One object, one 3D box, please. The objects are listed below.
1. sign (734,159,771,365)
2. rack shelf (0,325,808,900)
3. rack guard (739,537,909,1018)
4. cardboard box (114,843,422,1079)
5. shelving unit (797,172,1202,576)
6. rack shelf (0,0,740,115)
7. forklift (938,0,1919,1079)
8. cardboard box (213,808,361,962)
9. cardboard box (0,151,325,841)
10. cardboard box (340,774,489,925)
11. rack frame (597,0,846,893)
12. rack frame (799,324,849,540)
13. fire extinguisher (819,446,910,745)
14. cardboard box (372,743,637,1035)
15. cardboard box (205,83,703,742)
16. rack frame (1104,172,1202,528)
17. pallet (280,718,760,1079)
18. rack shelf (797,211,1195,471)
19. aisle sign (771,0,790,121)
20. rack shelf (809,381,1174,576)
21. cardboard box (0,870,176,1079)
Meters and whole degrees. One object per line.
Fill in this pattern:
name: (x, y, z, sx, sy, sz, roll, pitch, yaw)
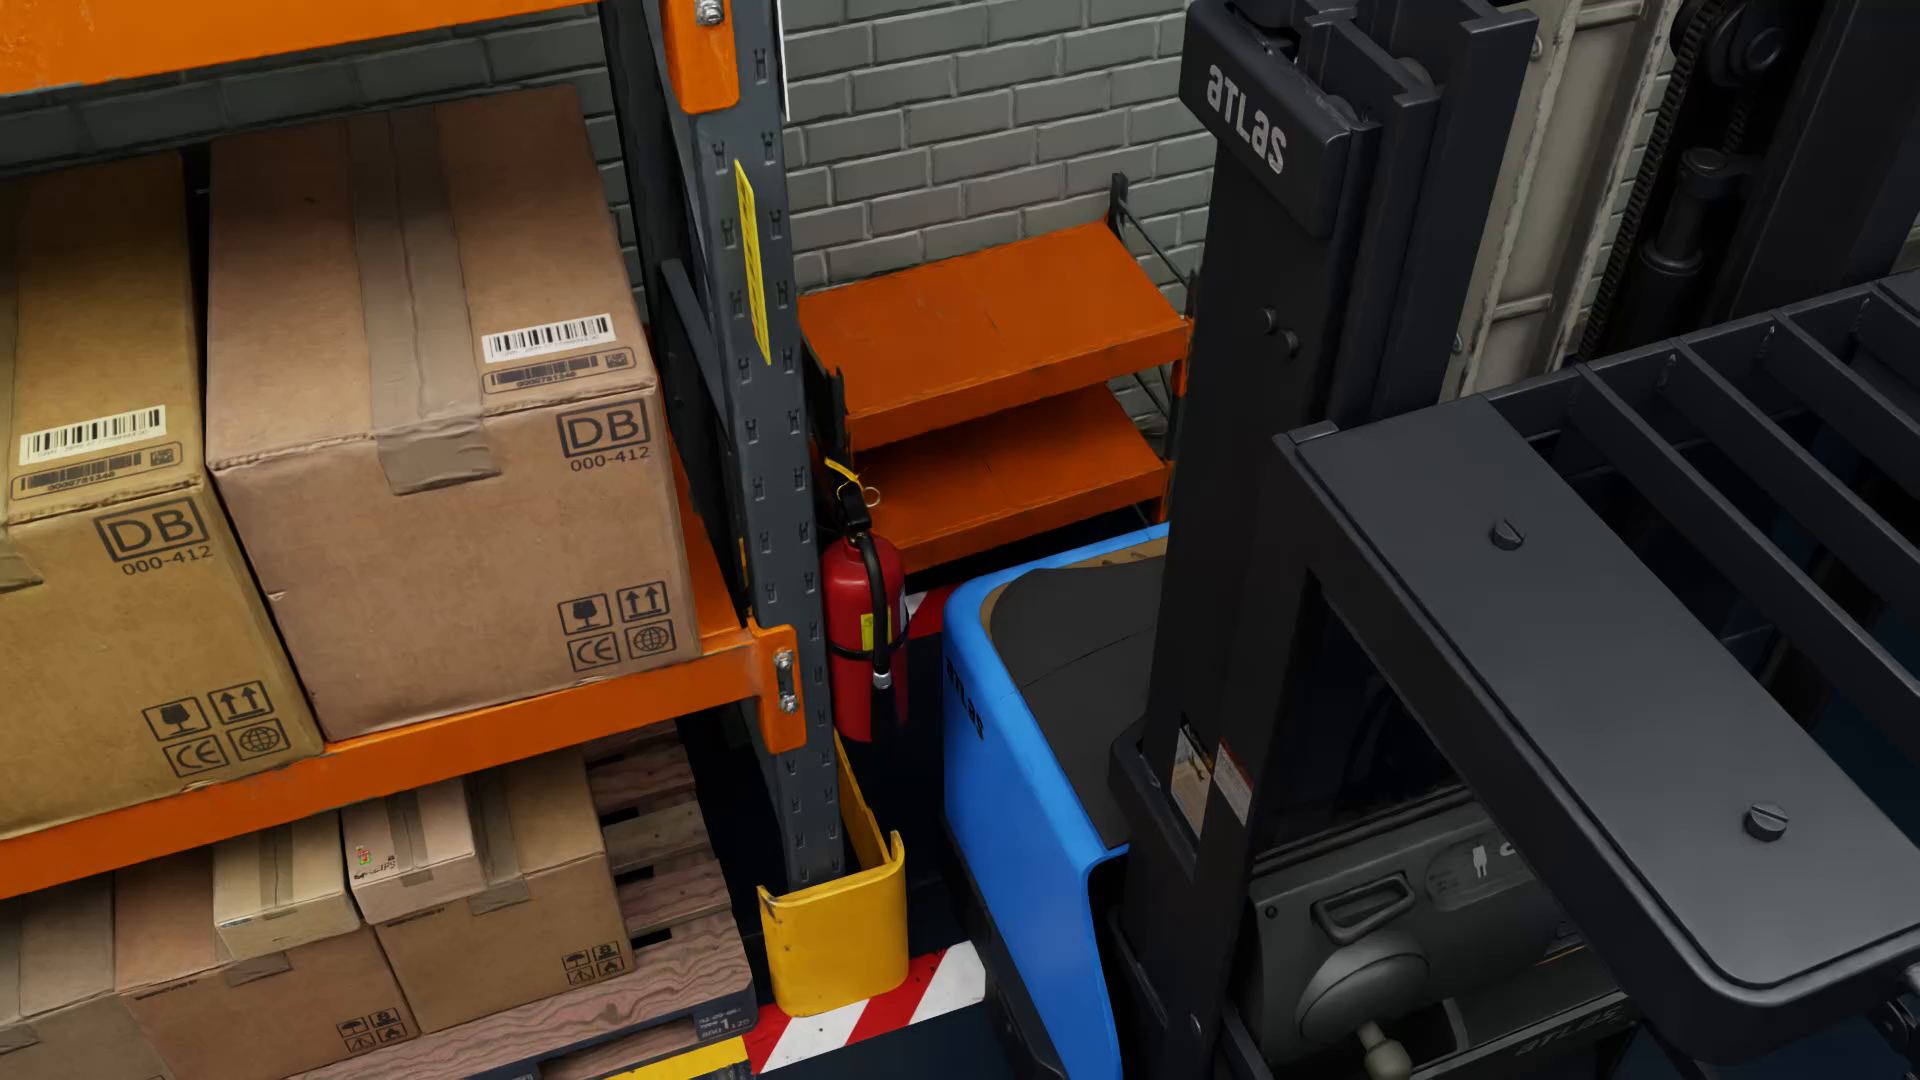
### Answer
sign: (-0.320, -0.425, 2.571, 0.005, 0.325, 0.100, -14, 47, -14)
rack shelf: (-2.373, 0.437, 3.204, 4.000, 0.370, 1.077, -14, 47, -14)
rack guard: (-0.469, 0.579, 4.320, 0.348, 0.500, 1.175, -14, 47, -14)
cardboard box: (-1.587, 0.792, 3.811, 0.500, 0.500, 0.700, -14, 47, -14)
shelving unit: (0.062, -0.331, 4.761, 1.048, 1.125, 0.538, -17, 50, -16)
rack shelf: (-2.373, -0.622, 2.142, 4.000, 0.370, 1.077, -14, 47, -14)
forklift: (0.963, 0.667, 2.515, 1.130, 2.935, 3.031, -16, 47, -15)
cardboard box: (-1.415, 0.657, 3.488, 0.250, 0.149, 0.380, -13, 47, -13)
cardboard box: (-1.648, -0.092, 3.012, 0.700, 0.700, 0.980, -15, 47, -14)
cardboard box: (-1.175, 0.595, 3.550, 0.250, 0.149, 0.380, -15, 47, -14)
rack frame: (-0.492, -0.298, 3.429, 0.127, 3.000, 1.000, -14, 47, -14)
rack frame: (-0.404, -0.186, 4.620, 0.032, 1.125, 0.500, -17, 50, -16)
fire extinguisher: (-0.193, 0.132, 3.318, 0.183, 0.674, 0.296, -14, 47, -14)
cardboard box: (-1.116, 0.671, 3.931, 0.500, 0.500, 0.700, -14, 47, -14)
cardboard box: (-0.968, -0.274, 3.194, 0.700, 0.700, 0.980, -12, 46, -12)
rack frame: (0.529, -0.475, 4.902, 0.032, 1.125, 0.500, -17, 50, -16)
pallet: (-1.217, 0.931, 4.173, 1.213, 0.211, 1.003, -14, 47, -14)
rack shelf: (0.066, -0.528, 4.544, 1.000, 0.278, 0.538, -17, 50, -16)
aisle sign: (-0.322, -1.033, 2.326, 0.004, 0.787, 0.394, -14, 47, -14)
rack shelf: (0.058, -0.166, 4.942, 1.000, 0.278, 0.538, -17, 50, -16)
cardboard box: (-2.060, 0.913, 3.690, 0.500, 0.500, 0.700, -16, 47, -15)
